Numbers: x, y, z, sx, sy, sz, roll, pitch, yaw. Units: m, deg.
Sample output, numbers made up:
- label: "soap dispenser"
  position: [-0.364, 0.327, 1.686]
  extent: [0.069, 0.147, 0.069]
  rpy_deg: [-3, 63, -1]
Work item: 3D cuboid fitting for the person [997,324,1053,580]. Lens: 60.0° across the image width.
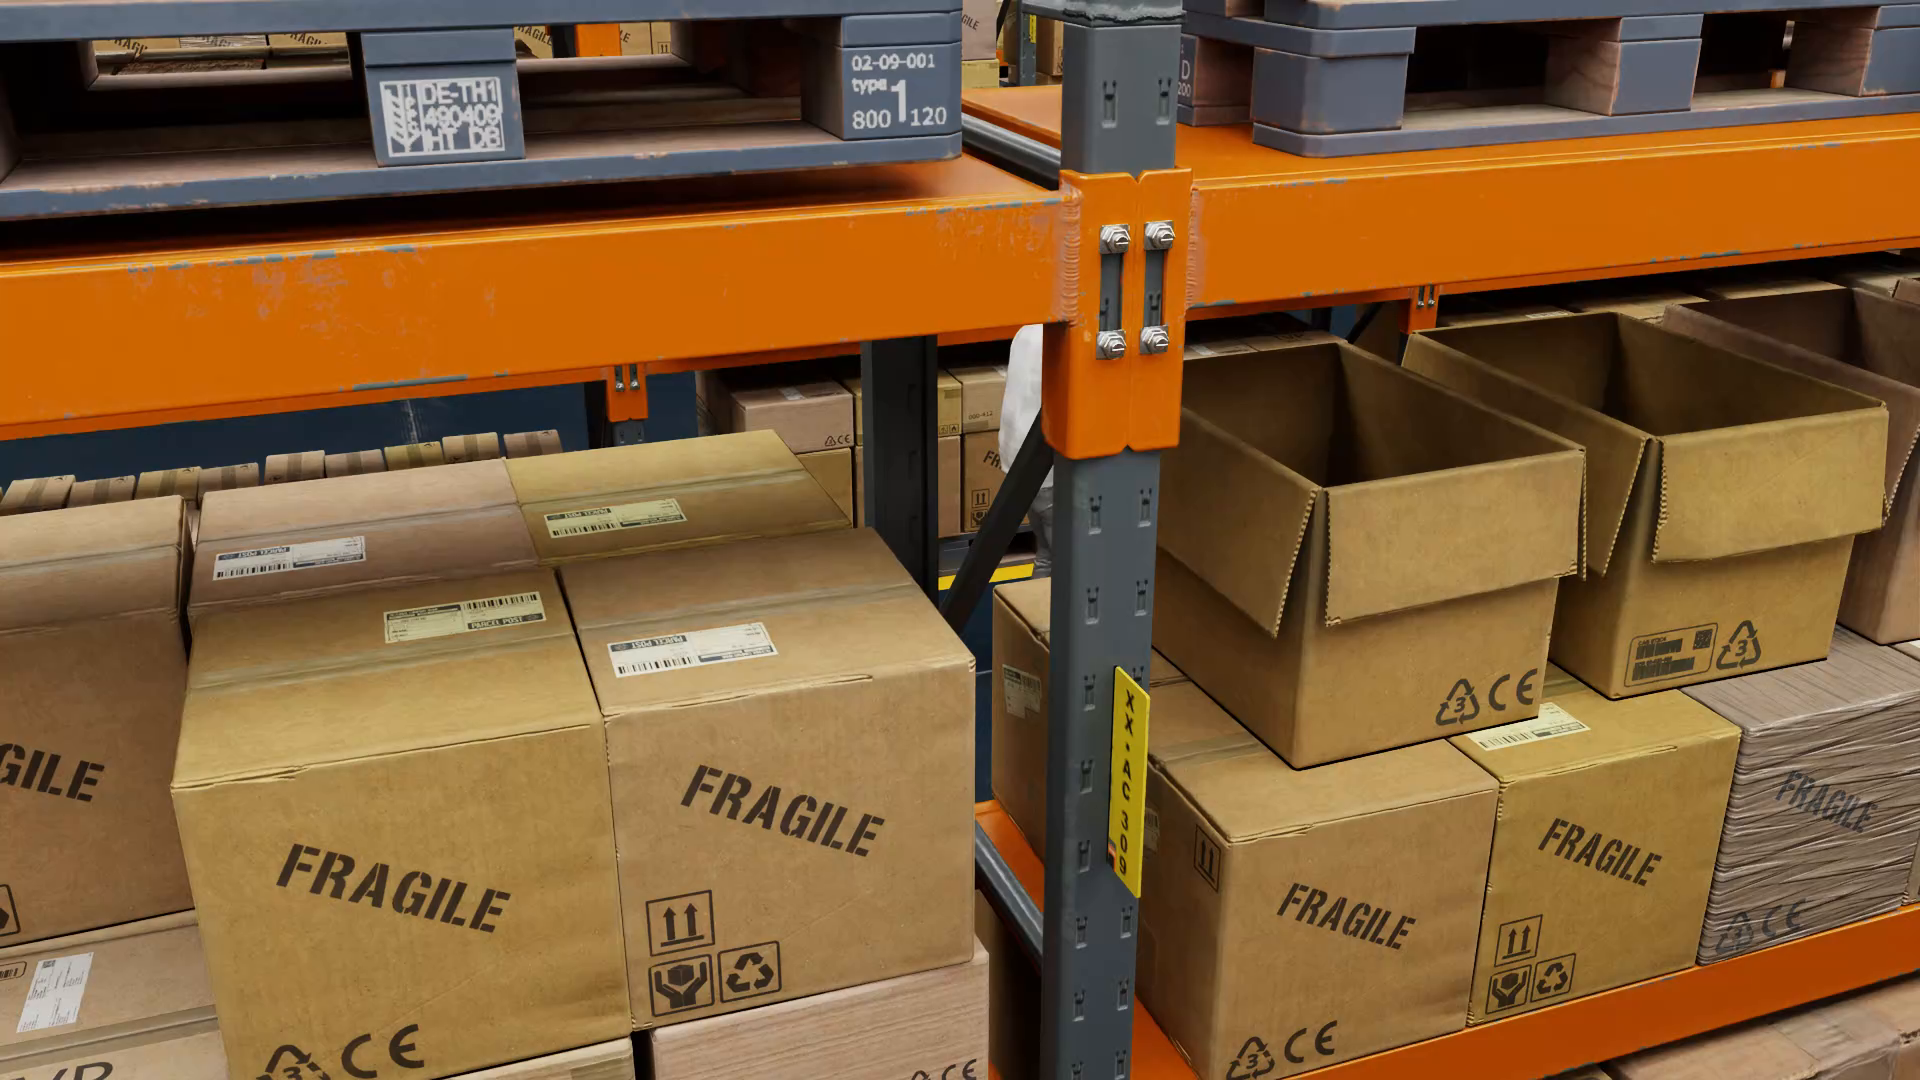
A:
- label: "person"
  position: [0.401, -0.292, 6.767]
  extent: [0.473, 1.770, 0.582]
  rpy_deg: [-9, 24, -22]
